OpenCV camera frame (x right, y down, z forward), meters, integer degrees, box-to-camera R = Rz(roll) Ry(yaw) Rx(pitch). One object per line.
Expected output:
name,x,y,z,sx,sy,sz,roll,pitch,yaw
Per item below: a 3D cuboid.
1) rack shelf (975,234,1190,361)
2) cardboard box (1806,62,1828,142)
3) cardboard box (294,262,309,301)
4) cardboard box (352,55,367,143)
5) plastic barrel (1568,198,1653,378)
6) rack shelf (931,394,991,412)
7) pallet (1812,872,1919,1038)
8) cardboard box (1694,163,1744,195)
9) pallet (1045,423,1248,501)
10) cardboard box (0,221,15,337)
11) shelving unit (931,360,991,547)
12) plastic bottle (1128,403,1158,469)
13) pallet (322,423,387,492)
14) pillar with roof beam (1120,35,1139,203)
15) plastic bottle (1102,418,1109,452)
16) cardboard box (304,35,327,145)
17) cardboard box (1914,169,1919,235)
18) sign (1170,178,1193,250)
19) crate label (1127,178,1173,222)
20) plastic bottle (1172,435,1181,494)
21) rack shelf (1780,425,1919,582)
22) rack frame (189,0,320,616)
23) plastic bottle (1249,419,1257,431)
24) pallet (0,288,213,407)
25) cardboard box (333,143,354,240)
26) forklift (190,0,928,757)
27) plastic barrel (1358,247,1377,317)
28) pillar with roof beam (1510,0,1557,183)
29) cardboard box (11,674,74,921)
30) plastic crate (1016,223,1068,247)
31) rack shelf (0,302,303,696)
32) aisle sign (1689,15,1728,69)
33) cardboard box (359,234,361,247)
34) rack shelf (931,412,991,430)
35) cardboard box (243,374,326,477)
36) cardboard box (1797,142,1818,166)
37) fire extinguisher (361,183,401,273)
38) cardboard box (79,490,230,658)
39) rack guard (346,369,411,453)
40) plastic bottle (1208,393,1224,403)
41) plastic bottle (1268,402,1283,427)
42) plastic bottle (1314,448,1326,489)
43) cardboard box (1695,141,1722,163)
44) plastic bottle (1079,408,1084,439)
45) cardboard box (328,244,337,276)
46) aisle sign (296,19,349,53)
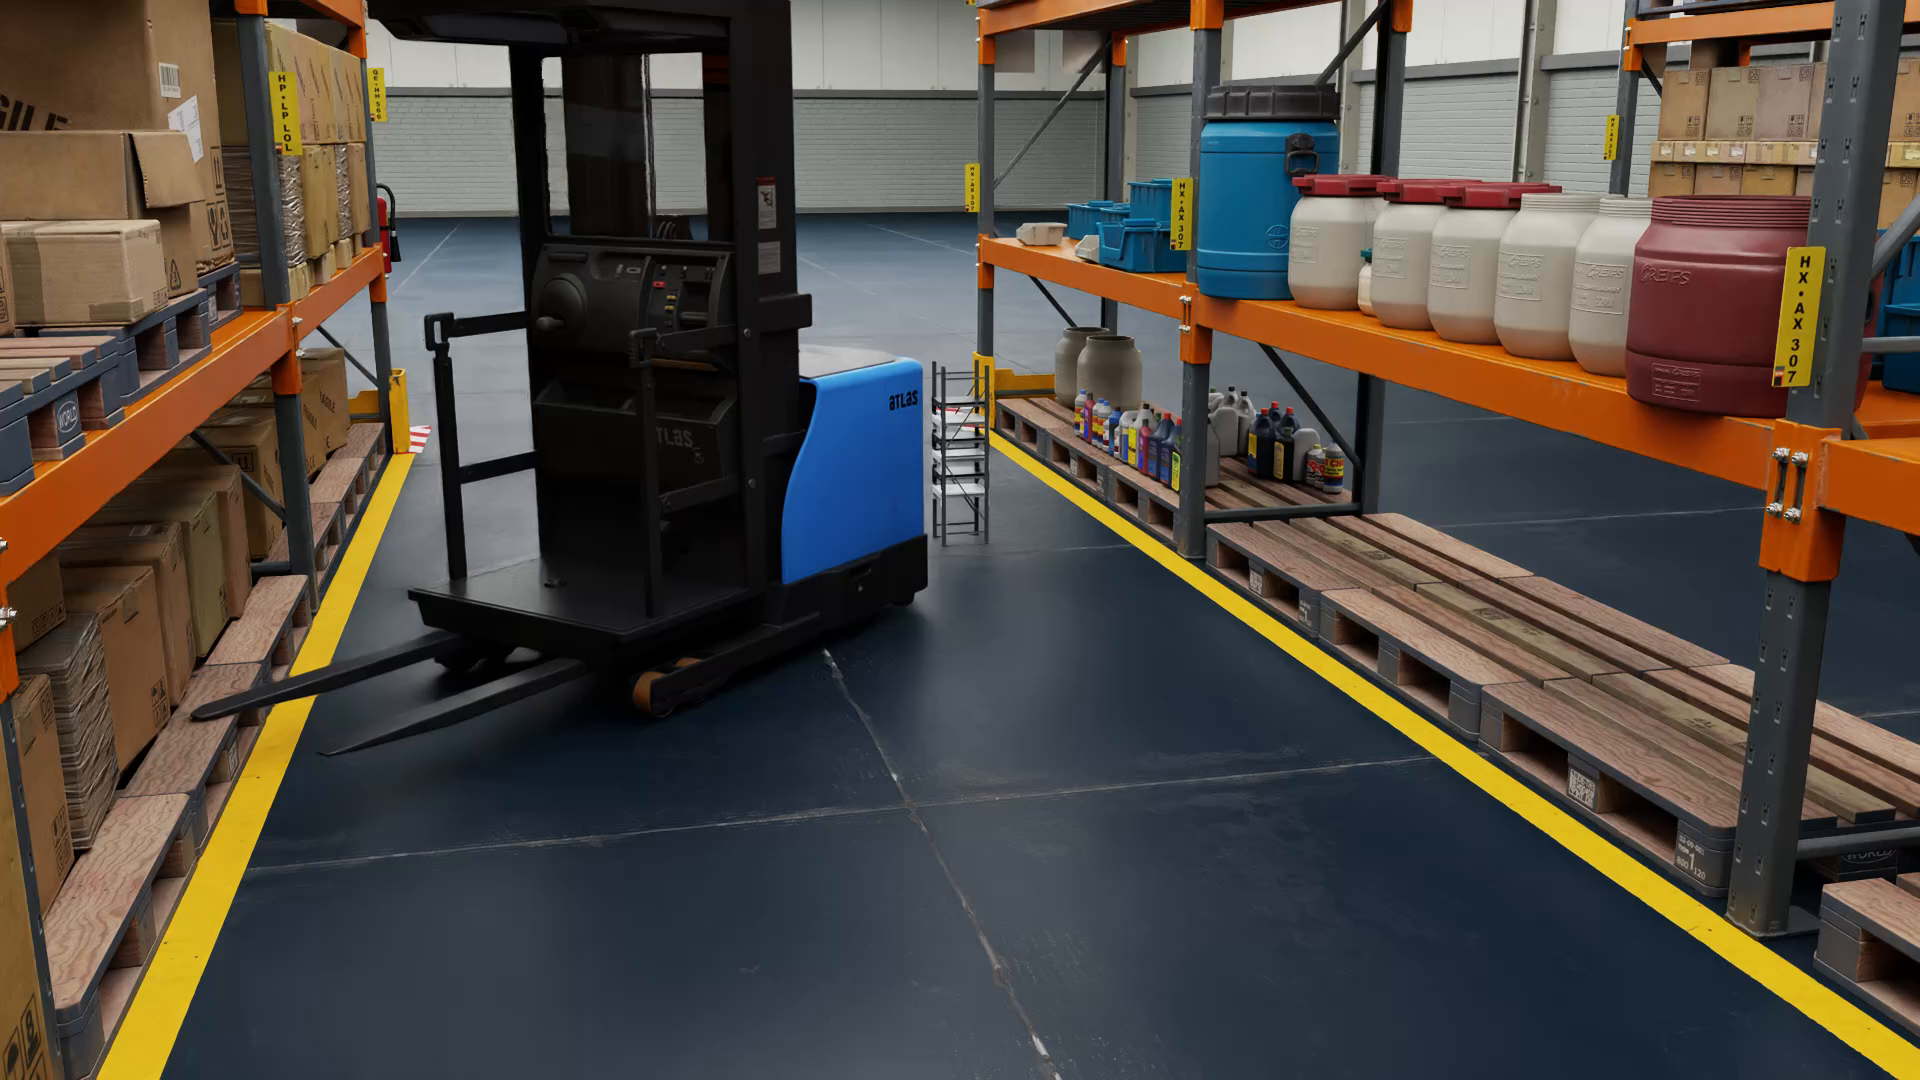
rack shelf,1.092,-1.510,9.804,1.077,0.370,4.000,-3,14,-13
cardboard box,5.913,-2.802,10.630,0.700,0.500,0.500,-3,14,-13
cardboard box,-3.057,-1.125,7.241,0.380,0.149,0.250,-3,14,-13
cardboard box,-3.823,-2.611,9.848,0.500,0.500,0.500,-3,14,-13
plastic barrel,2.052,-0.755,4.963,0.421,0.512,0.421,0,14,0
rack shelf,0.002,-0.665,8.256,0.258,0.077,0.200,-3,14,-13
pallet,2.727,1.059,3.649,1.003,0.211,1.213,-3,14,-13
cardboard box,5.663,-2.416,11.783,0.700,0.500,0.500,-3,14,-12
pallet,1.154,-0.483,9.959,1.003,0.211,1.213,-3,14,-13
cardboard box,-2.707,-0.698,3.867,0.700,0.500,0.500,-1,14,-5
shelving unit,0.002,-0.435,8.313,0.258,0.900,0.210,-3,14,-13
plastic bottle,1.009,-0.576,9.121,0.144,0.351,0.185,-3,14,-14
pallet,-4.018,-0.483,9.961,1.003,0.211,1.213,-3,14,-13
pillar with roof beam,0.027,-12.355,40.037,9.100,9.000,0.400,-3,14,-13
plastic bottle,0.872,-0.615,9.592,0.097,0.201,0.097,0,14,0
cardboard box,-3.347,-2.150,7.961,0.500,0.500,0.500,-3,14,-13
cardboard box,6.137,-1.945,9.859,0.700,0.500,0.500,-3,14,-14
sign,1.024,-1.505,7.682,0.100,0.325,0.005,-3,14,-13
crate label,1.317,-1.929,9.927,0.502,0.435,0.616,-3,14,-13
plastic bottle,1.128,-0.385,8.479,0.061,0.283,0.133,-3,14,-10
rack shelf,2.971,0.335,2.250,1.077,0.370,4.000,-3,14,-13
rack frame,-3.253,-1.122,6.700,1.000,3.000,0.127,-3,14,-13
plastic bottle,1.624,-0.523,9.068,0.097,0.271,0.097,0,14,0
pallet,-2.818,-0.561,4.806,1.003,0.211,1.213,-3,14,-13
cardboard box,-3.780,-1.883,8.978,0.875,0.500,0.500,-3,14,-13
forklift,-1.347,-0.921,6.021,1.130,2.935,3.031,8,16,31
plastic barrel,1.723,-1.017,6.562,0.301,0.262,0.301,0,14,0
pillar with roof beam,4.255,-8.203,23.041,9.100,9.000,0.400,-3,14,-13
cardboard box,-2.490,0.648,3.796,0.700,0.500,0.500,-4,14,-16
plastic crate,0.520,-1.969,10.720,0.298,0.136,0.250,-3,14,-13
rack shelf,-2.783,-0.311,4.897,1.077,0.370,4.000,-3,14,-13
aisle sign,5.708,-3.891,12.554,0.394,0.787,0.004,-3,14,-13
cardboard box,-3.925,-1.869,10.285,0.380,0.149,0.250,-3,14,-13
rack shelf,0.002,-0.578,8.278,0.258,0.077,0.200,-3,14,-13
cardboard box,-3.760,-0.608,8.979,0.500,0.500,0.500,-2,14,-8
cardboard box,5.681,-2.503,10.774,0.380,0.149,0.250,-3,14,-13
fire extinguisher,-3.771,-2.060,10.700,0.296,0.674,0.183,-3,14,-13
cardboard box,-3.036,0.132,5.905,0.700,0.500,0.500,-3,14,-14
rack guard,-4.174,-0.813,10.702,1.175,0.500,0.348,-3,14,-13
plastic bottle,1.512,-0.753,10.000,0.152,0.276,0.135,-3,14,-13
plastic bottle,1.731,-0.578,9.128,0.144,0.351,0.185,-4,14,-16
plastic bottle,1.889,-0.374,8.607,0.097,0.201,0.097,0,14,0
cardboard box,5.443,-2.739,11.741,0.380,0.149,0.250,-3,14,-13
plastic bottle,0.769,-0.716,10.006,0.097,0.201,0.097,0,14,0
cardboard box,-3.376,-1.412,8.415,0.380,0.149,0.250,-3,14,-13
aisle sign,-3.915,-3.339,10.296,0.394,0.787,0.004,-3,14,-13
